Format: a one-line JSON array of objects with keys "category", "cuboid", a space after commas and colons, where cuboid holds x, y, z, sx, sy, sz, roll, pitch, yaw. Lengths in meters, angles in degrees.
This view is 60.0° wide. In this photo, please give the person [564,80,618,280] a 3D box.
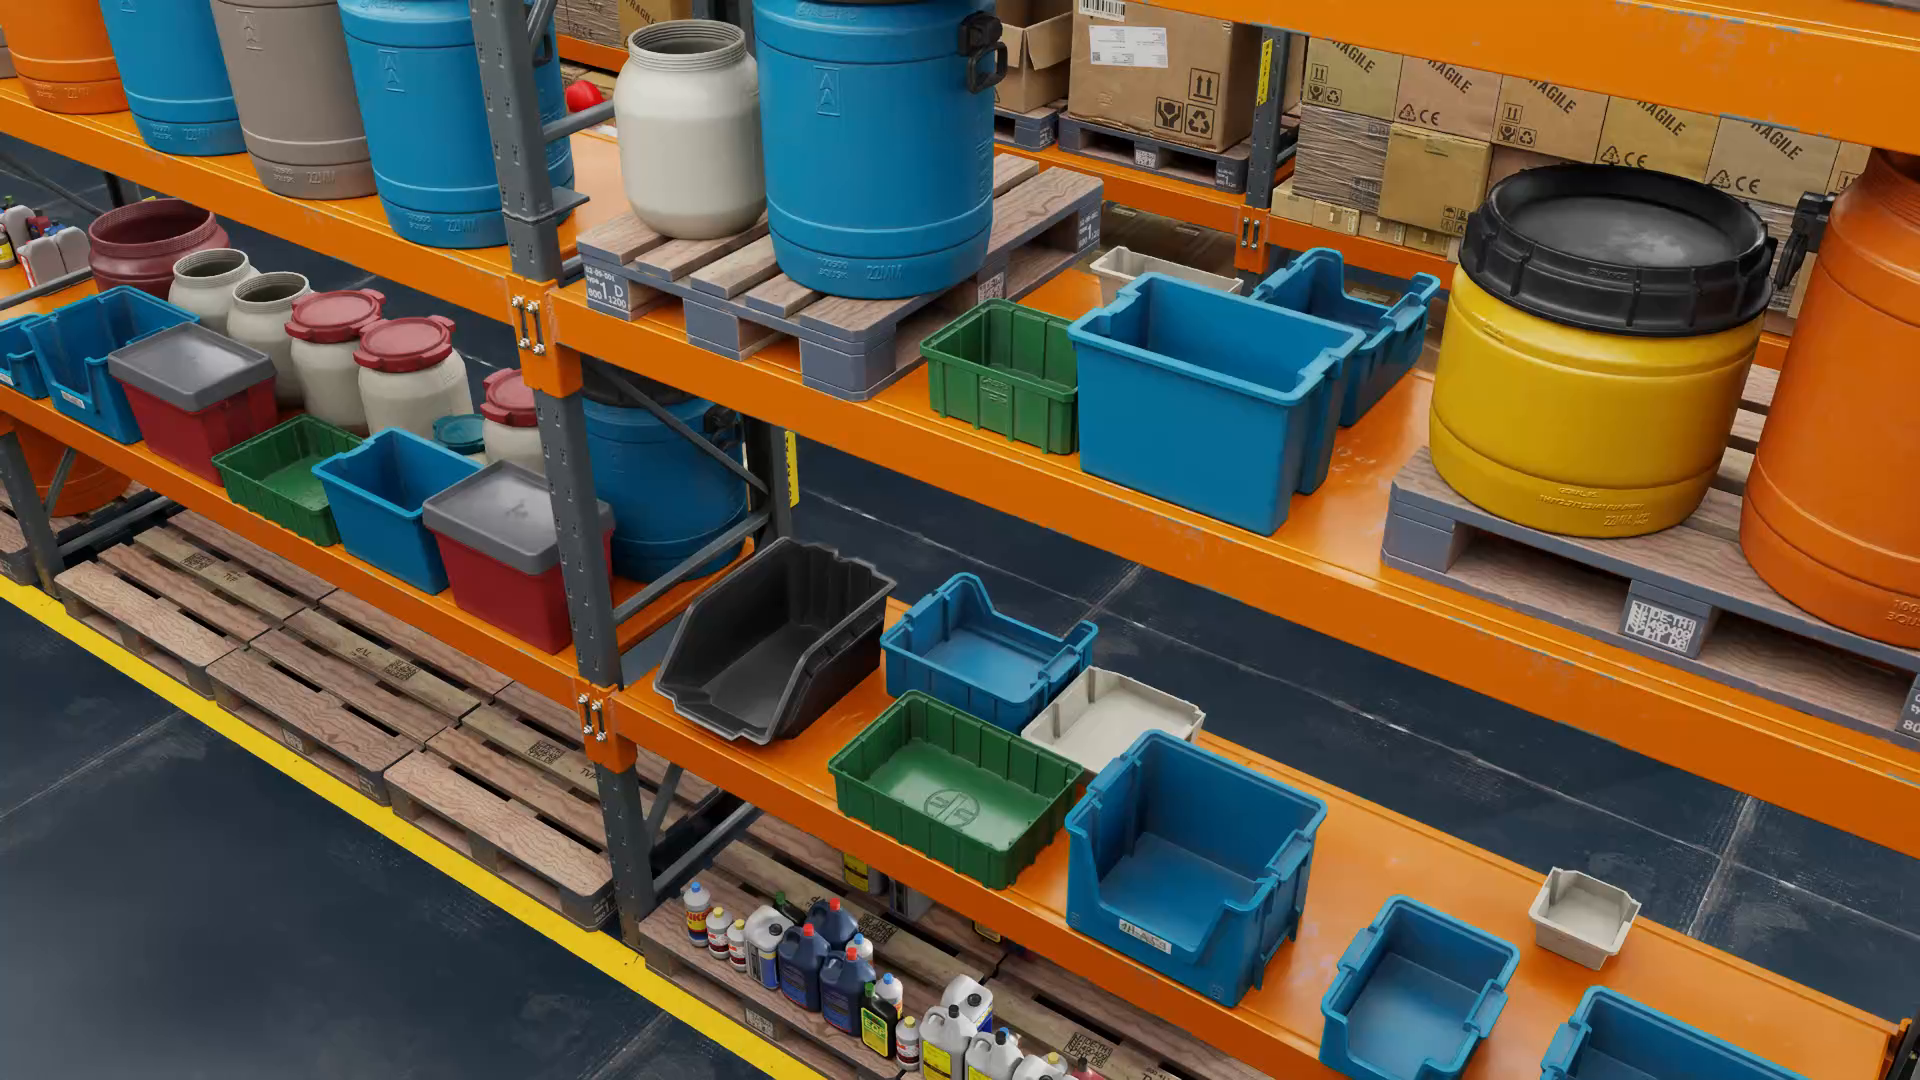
[{"category": "person", "cuboid": [-2.166, -1.827, 9.824, 0.584, 1.852, 0.529, 28, 43, 34]}]
